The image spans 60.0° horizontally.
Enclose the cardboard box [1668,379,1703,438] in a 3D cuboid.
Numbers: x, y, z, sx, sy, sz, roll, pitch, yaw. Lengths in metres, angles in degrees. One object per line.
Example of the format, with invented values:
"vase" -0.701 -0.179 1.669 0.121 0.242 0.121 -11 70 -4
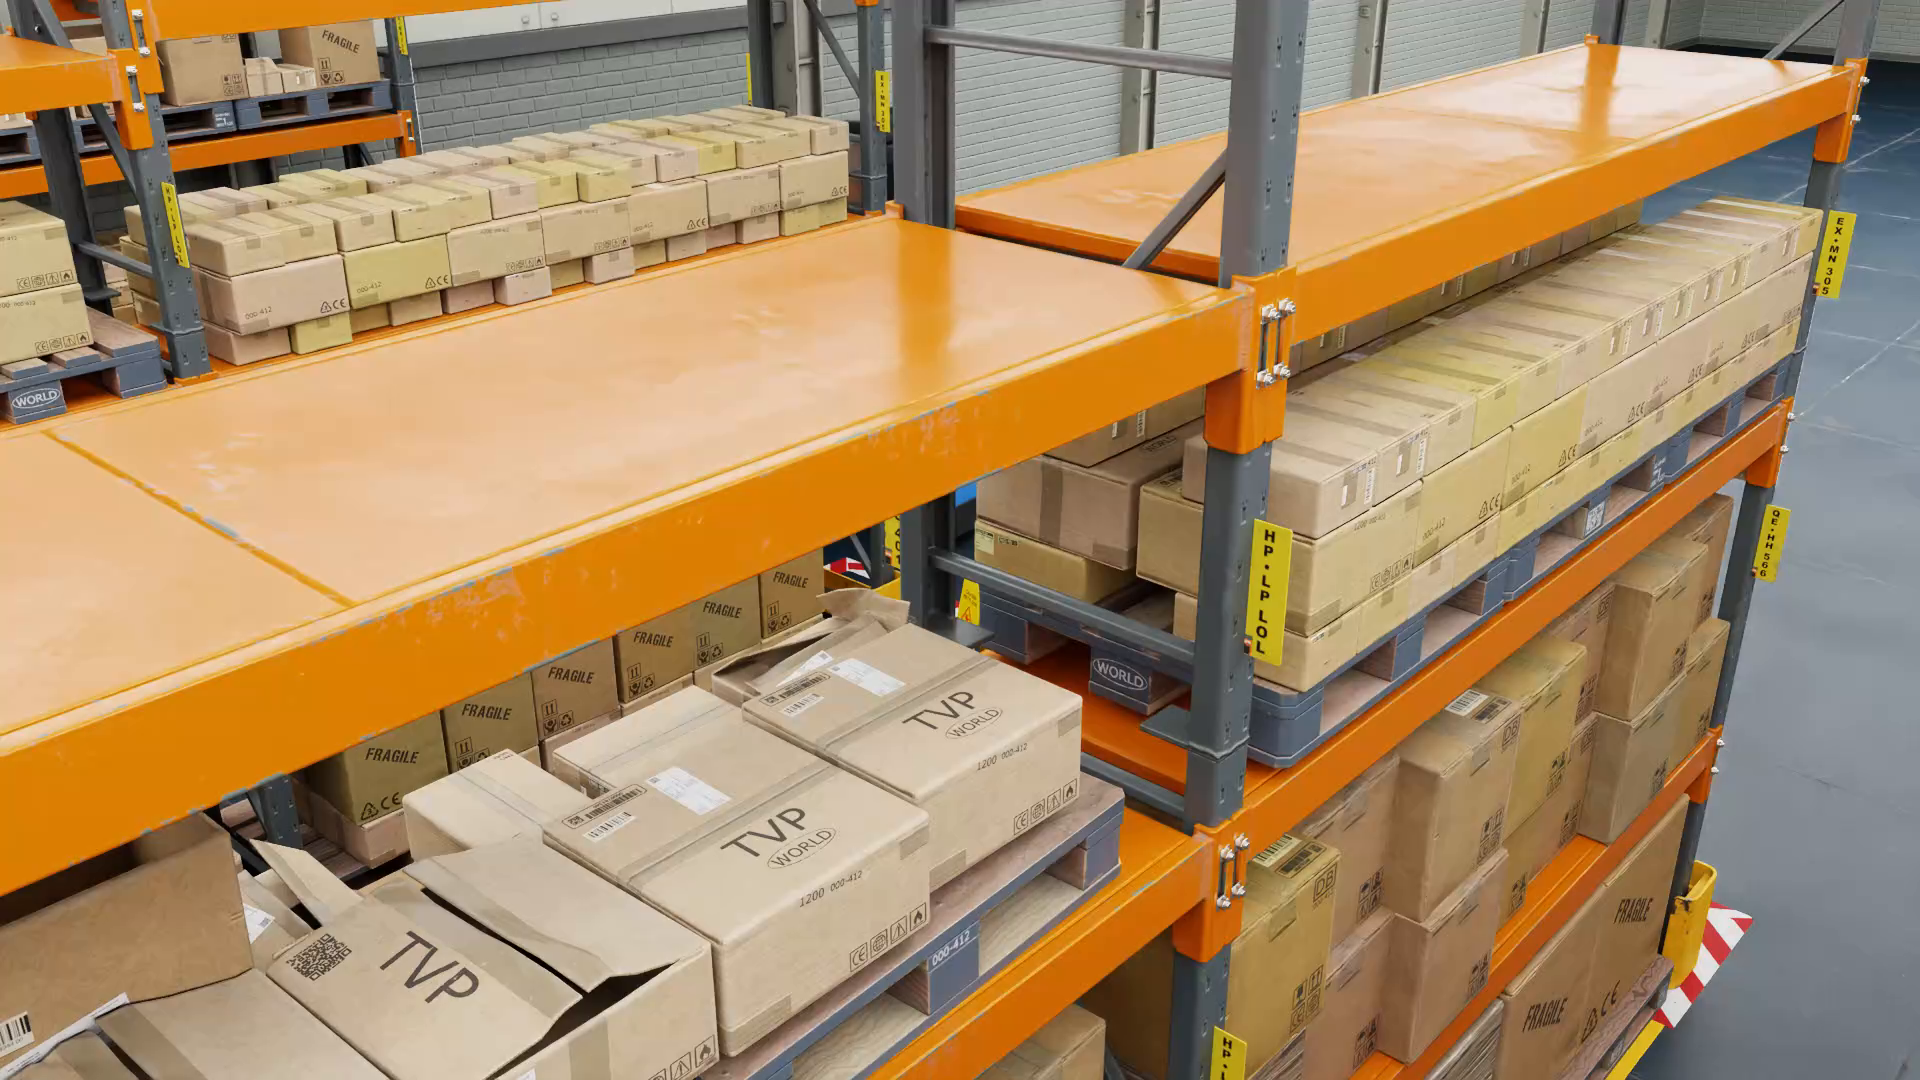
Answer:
"cardboard box" 2.276 -0.488 5.648 0.380 0.149 0.250 20 31 37

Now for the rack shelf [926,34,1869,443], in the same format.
"rack shelf" 1.590 -1.118 5.083 1.077 0.370 4.000 20 31 38

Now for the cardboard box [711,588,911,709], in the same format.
"cardboard box" -0.334 0.289 3.772 0.258 0.266 0.396 20 31 37

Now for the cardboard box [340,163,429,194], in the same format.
"cardboard box" -2.766 -1.698 8.009 0.380 0.149 0.250 19 31 37

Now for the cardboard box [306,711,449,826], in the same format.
"cardboard box" -2.904 1.012 8.228 0.500 0.500 0.500 22 32 40

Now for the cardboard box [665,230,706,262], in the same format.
"cardboard box" -1.553 -1.586 8.733 0.380 0.149 0.250 20 31 37

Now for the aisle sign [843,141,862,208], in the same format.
"aisle sign" -0.572 -1.947 9.720 0.394 0.787 0.004 20 31 38

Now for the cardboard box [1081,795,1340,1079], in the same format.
"cardboard box" 0.527 1.054 4.701 0.875 0.550 0.550 20 31 38

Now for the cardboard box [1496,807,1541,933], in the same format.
"cardboard box" 1.570 1.039 6.054 0.875 0.550 0.500 20 31 38

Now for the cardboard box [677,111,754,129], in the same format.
"cardboard box" -1.374 -2.305 9.363 0.380 0.149 0.250 20 31 37

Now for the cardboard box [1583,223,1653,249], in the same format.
"cardboard box" 2.412 -1.097 6.519 0.500 0.250 0.500 20 31 37

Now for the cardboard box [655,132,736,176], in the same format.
"cardboard box" -1.400 -2.041 8.774 0.380 0.149 0.250 20 31 38

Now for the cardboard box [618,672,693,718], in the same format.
"cardboard box" -1.865 0.878 9.444 0.500 0.250 0.500 19 30 36

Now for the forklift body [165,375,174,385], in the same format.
"forklift body" -4.435 -0.712 11.181 2.313 2.155 1.214 20 31 38

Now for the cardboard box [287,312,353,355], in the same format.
"cardboard box" -2.889 -0.948 7.311 0.380 0.149 0.250 20 31 38

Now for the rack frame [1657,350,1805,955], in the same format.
"rack frame" 2.925 0.500 7.441 1.000 3.000 0.127 20 31 38

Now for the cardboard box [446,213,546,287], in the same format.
"cardboard box" -2.320 -1.407 7.845 0.500 0.250 0.500 20 31 38

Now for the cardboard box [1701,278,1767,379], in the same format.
"cardboard box" 2.472 -0.796 5.848 0.500 0.250 0.500 20 31 38

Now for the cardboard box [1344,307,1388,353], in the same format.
"cardboard box" 1.105 -0.720 5.191 0.380 0.149 0.250 20 31 37

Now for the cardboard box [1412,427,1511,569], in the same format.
"cardboard box" 1.126 -0.182 4.478 0.500 0.250 0.500 20 31 37

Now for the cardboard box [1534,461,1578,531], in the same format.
"cardboard box" 1.600 -0.180 4.961 0.380 0.149 0.250 20 31 38

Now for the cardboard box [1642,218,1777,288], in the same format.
"cardboard box" 2.614 -1.007 5.830 0.380 0.149 0.250 21 31 38

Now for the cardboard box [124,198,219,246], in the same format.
"cardboard box" -3.450 -1.377 7.291 0.380 0.149 0.250 21 32 39

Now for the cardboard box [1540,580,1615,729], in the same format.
"cardboard box" 1.875 0.367 6.233 0.875 0.550 0.550 20 31 38

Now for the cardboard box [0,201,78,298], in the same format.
"cardboard box" -3.790 -1.111 6.426 0.500 0.250 0.500 21 32 39

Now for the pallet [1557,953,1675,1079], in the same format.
"pallet" 2.449 2.037 7.420 1.003 0.211 1.213 20 31 38

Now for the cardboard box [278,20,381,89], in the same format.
"cardboard box" -4.642 -3.626 12.217 0.500 0.500 0.500 21 32 39

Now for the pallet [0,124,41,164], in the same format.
"pallet" -6.647 -2.552 10.689 1.003 0.211 1.213 20 31 38

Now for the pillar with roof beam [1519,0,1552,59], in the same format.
"pillar with roof beam" 13.560 -11.084 25.942 9.100 9.000 0.400 20 31 38

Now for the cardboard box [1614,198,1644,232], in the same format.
"cardboard box" 2.465 -1.341 6.576 0.380 0.149 0.250 21 31 38

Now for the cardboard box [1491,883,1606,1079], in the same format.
"cardboard box" 1.936 1.771 6.689 0.875 0.875 0.875 20 31 37

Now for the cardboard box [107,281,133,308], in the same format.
"cardboard box" -5.913 -1.706 11.444 0.380 0.149 0.250 19 30 36

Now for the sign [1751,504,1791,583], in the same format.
"sign" 3.320 0.016 6.815 0.100 0.325 0.005 20 31 38

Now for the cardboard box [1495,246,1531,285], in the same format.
"cardboard box" 1.786 -1.031 5.886 0.380 0.149 0.250 19 31 37

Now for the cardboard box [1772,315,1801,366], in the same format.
"cardboard box" 2.955 -0.798 6.340 0.380 0.149 0.250 20 31 37

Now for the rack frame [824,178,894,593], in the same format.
"rack frame" -0.829 -0.821 10.386 1.000 3.000 0.127 20 31 38

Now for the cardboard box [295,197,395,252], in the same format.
"cardboard box" -2.710 -1.393 7.327 0.380 0.149 0.250 19 30 36

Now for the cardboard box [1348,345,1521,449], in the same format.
"cardboard box" 1.259 -0.388 4.450 0.380 0.149 0.250 20 31 37

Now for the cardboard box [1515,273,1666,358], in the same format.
"cardboard box" 1.935 -0.696 5.137 0.380 0.149 0.250 20 31 38

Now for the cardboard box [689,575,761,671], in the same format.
"cardboard box" -1.515 0.375 9.650 0.500 0.500 0.500 22 32 39

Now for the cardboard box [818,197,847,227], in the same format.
"cardboard box" -0.859 -1.890 9.411 0.380 0.149 0.250 20 31 38

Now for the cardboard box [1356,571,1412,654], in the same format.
"cardboard box" 0.923 0.129 4.271 0.380 0.149 0.250 20 31 38

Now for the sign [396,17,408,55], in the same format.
"sign" -4.133 -3.760 12.288 0.100 0.325 0.005 20 31 38

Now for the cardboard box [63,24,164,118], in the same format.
"cardboard box" -5.819 -3.175 11.207 0.797 0.503 0.637 21 32 39

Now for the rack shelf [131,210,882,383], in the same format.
"rack shelf" -2.164 -1.252 8.561 1.077 0.370 4.000 20 31 38

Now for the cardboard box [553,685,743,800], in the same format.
"cardboard box" -0.622 0.475 3.500 0.250 0.149 0.380 20 31 38

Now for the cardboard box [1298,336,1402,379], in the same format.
"cardboard box" 1.065 -0.481 5.145 0.500 0.250 0.500 20 31 37

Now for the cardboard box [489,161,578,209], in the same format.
"cardboard box" -2.069 -1.724 8.065 0.380 0.149 0.250 21 32 39

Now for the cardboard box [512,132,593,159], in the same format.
"cardboard box" -2.139 -2.031 8.751 0.380 0.149 0.250 21 32 39

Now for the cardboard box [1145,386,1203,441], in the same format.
"cardboard box" 0.431 -0.412 4.505 0.380 0.149 0.250 20 31 37

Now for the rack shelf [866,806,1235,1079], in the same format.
"rack shelf" -1.080 1.287 2.897 1.077 0.370 4.000 20 31 38

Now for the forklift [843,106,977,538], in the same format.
"forklift" -1.009 -1.785 12.620 3.031 2.935 1.130 17 29 33

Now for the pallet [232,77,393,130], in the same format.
"pallet" -5.019 -3.296 12.347 1.003 0.211 1.213 20 31 38

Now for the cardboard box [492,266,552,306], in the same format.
"cardboard box" -2.182 -1.253 7.991 0.380 0.149 0.250 19 31 37

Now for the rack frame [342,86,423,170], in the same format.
"rack frame" -4.528 -2.175 13.407 1.000 3.000 0.127 20 31 38

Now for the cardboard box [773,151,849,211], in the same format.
"cardboard box" -0.970 -2.028 9.231 0.500 0.250 0.500 20 31 37

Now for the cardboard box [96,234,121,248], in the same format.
"cardboard box" -6.138 -2.064 11.879 0.380 0.149 0.250 21 32 39
